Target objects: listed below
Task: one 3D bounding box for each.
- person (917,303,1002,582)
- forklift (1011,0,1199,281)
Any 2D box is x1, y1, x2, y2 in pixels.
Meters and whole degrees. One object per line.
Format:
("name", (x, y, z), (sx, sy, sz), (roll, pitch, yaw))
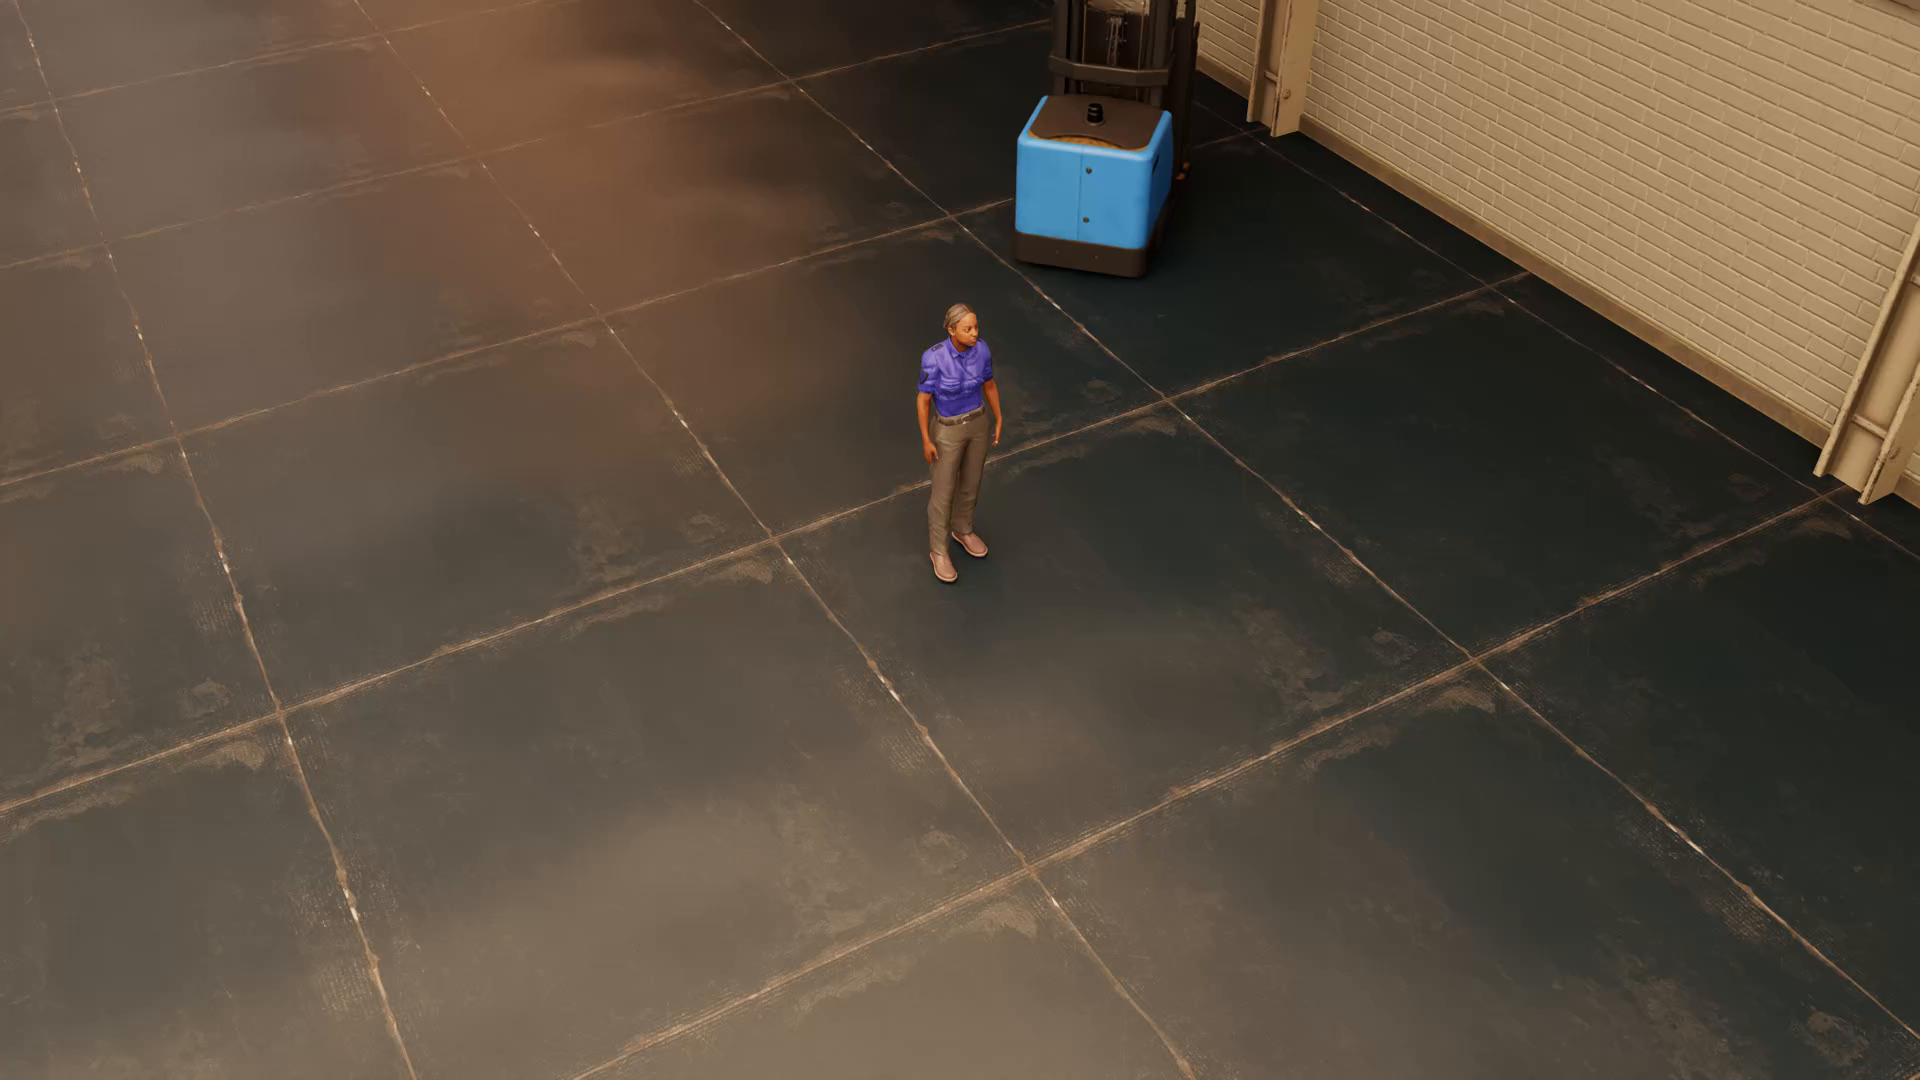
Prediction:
("person", (0.027, -0.587, 9.733), (0.570, 1.655, 0.503), (-20, 44, -23))
("forklift", (1.303, -4.038, 12.905), (1.130, 2.935, 3.031), (11, 41, 13))
